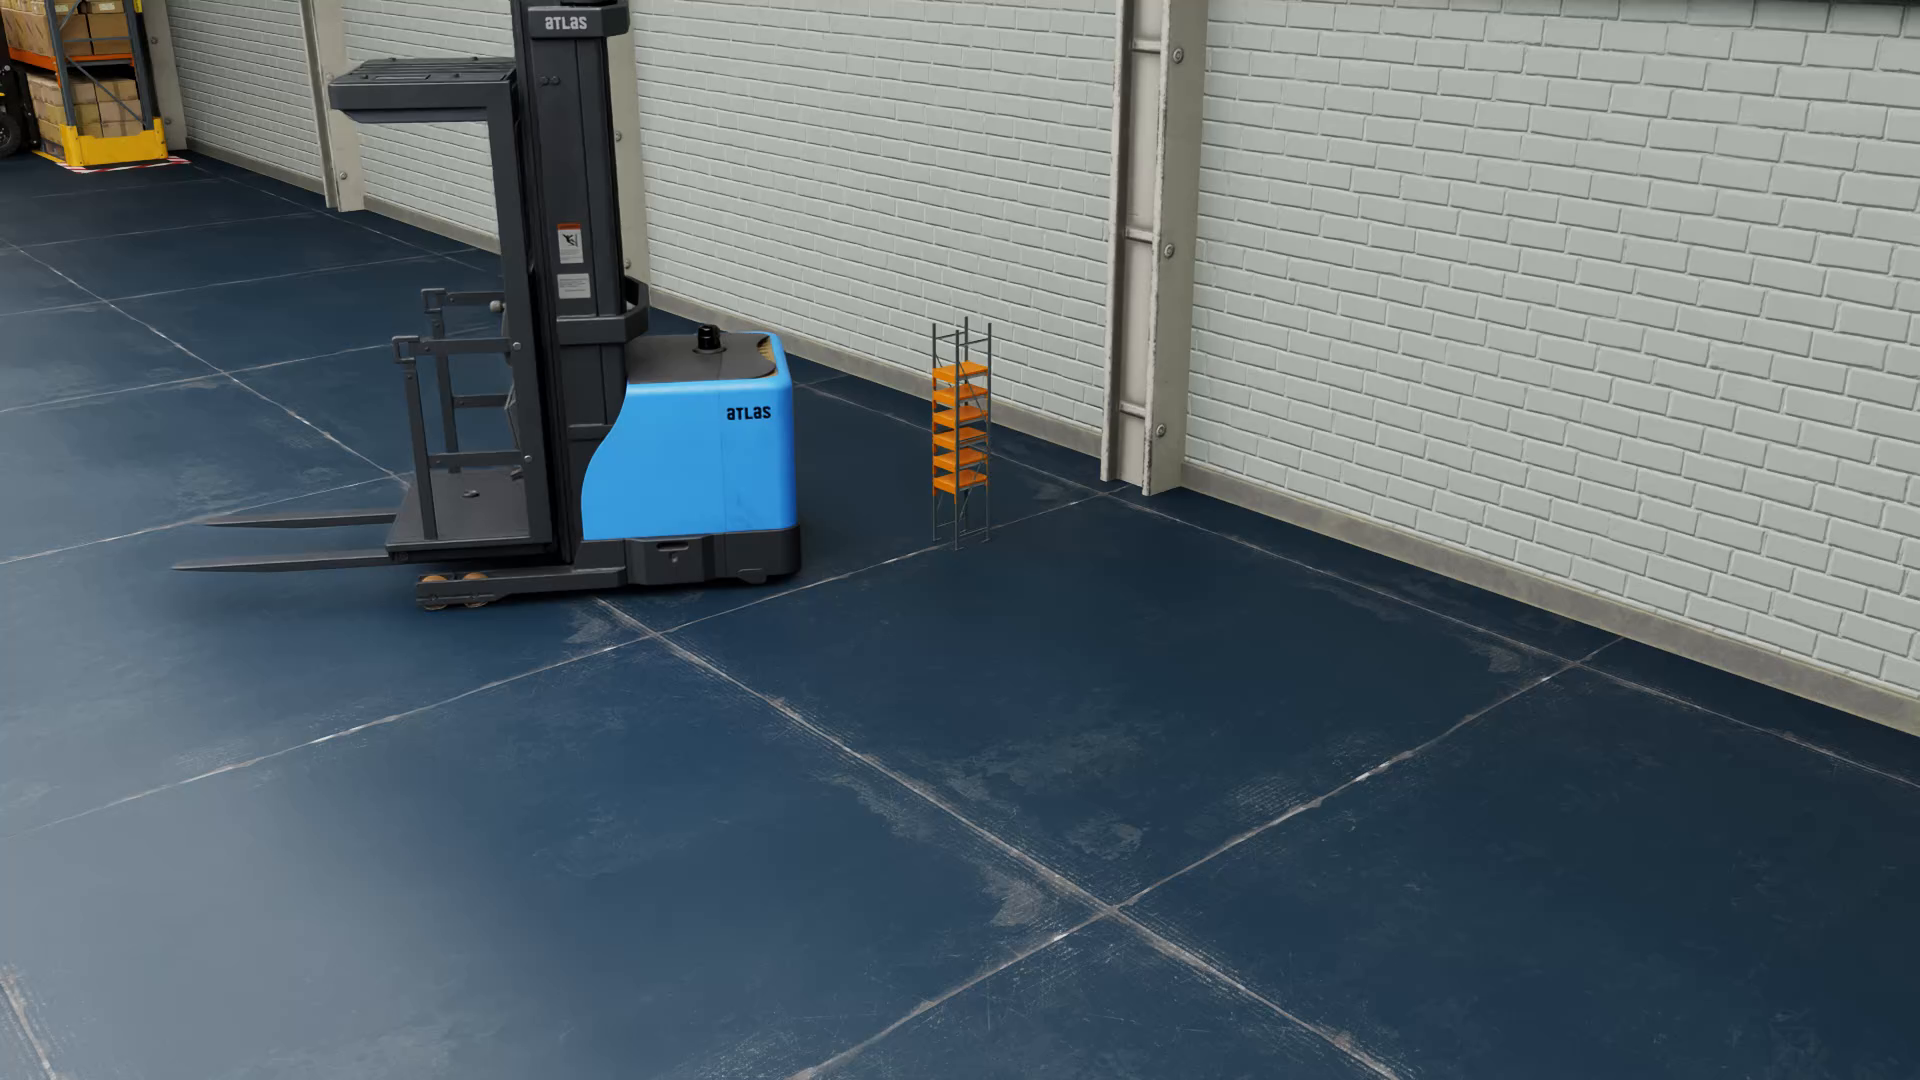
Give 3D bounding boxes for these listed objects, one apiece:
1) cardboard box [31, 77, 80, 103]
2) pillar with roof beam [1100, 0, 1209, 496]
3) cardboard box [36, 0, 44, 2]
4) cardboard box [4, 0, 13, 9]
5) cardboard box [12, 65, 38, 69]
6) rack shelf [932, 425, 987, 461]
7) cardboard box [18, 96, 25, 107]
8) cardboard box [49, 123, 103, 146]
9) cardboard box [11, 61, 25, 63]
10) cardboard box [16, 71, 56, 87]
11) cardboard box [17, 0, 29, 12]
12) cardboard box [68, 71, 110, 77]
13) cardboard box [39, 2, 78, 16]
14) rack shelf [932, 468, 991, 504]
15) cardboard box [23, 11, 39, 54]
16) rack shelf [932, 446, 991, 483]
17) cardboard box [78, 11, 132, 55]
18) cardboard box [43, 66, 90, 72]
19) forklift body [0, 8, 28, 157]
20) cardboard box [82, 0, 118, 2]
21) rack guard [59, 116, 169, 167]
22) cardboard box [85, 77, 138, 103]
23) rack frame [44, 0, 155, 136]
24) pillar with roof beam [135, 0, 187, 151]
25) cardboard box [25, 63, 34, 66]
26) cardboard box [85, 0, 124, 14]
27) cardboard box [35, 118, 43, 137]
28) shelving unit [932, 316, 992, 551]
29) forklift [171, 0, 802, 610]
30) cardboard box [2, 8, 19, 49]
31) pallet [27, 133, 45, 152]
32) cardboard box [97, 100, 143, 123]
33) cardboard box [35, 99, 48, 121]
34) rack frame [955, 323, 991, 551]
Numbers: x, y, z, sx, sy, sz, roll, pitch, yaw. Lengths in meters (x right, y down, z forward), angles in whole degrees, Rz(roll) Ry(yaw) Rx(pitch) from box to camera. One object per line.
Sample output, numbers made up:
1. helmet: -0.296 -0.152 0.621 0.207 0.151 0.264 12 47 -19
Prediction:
1. cardboard box: -11.775 -5.881 21.710 0.500 0.250 0.500 -17 27 -36
2. pillar with roof beam: -2.184 -3.510 5.607 9.100 9.000 0.400 -17 27 -37
3. cardboard box: -11.478 -6.904 21.065 0.380 0.149 0.250 -17 27 -37
4. cardboard box: -12.508 -7.179 22.173 0.380 0.149 0.250 -18 28 -38
5. cardboard box: -13.107 -6.442 23.141 0.500 0.250 0.500 -17 27 -37
6. rack shelf: 0.009 -0.513 8.771 0.258 0.103 0.180 -17 27 -37
7. cardboard box: -12.451 -5.934 22.530 0.500 0.250 0.500 -18 27 -38
8. cardboard box: -11.446 -5.278 21.540 0.500 0.250 0.500 -17 27 -37
9. cardboard box: -14.361 -6.860 25.067 0.875 0.625 0.625 -18 28 -38
10. cardboard box: -12.437 -6.160 22.422 0.500 0.250 0.500 -18 28 -38
11. cardboard box: -12.014 -6.969 21.637 0.380 0.149 0.250 -19 28 -39
12. cardboard box: -11.718 -6.144 22.382 0.500 0.250 0.500 -18 27 -38
13. cardboard box: -11.339 -6.685 20.914 0.380 0.149 0.250 -17 27 -37
14. rack shelf: 0.009 -0.290 8.859 0.258 0.103 0.180 -17 27 -37
15. cardboard box: -11.752 -6.573 21.517 0.500 0.500 0.500 -16 27 -36
16. rack shelf: 0.009 -0.402 8.815 0.258 0.103 0.180 -17 27 -37
17. cardboard box: -11.013 -6.557 21.476 0.500 0.500 0.500 -16 27 -36
18. cardboard box: -12.381 -6.424 23.097 0.500 0.250 0.500 -17 27 -37
19. forklift body: -13.520 -6.002 21.359 2.313 2.155 1.214 -17 27 -37
20. cardboard box: -10.957 -6.939 21.152 0.380 0.149 0.250 -18 28 -38
21. rack guard: -10.884 -5.137 21.415 1.175 0.500 0.348 -17 27 -37
22. cardboard box: -11.070 -5.866 21.672 0.500 0.250 0.500 -18 28 -38
23. rack frame: -10.900 -6.308 20.976 1.000 3.000 0.127 -17 27 -37
24. pillar with roof beam: -13.933 -8.483 18.304 9.100 9.000 0.400 -17 27 -37
25. cardboard box: -13.043 -6.704 23.810 0.500 0.250 0.500 -17 27 -36
26. cardboard box: -10.925 -6.812 21.236 0.380 0.149 0.250 -18 28 -39
27. cardboard box: -12.083 -5.558 22.255 0.500 0.250 0.500 -17 27 -37
28. shelving unit: 0.009 -0.555 8.755 0.258 1.200 0.189 -17 27 -37
29. forklift: -2.369 -1.230 8.106 3.031 2.935 1.130 -3 22 -9
30. cardboard box: -12.423 -6.851 22.226 0.500 0.500 0.500 -17 27 -37
31. pallet: -12.223 -5.548 22.859 1.003 0.211 1.213 -17 27 -37
32. cardboard box: -11.050 -5.635 21.767 0.500 0.250 0.500 -17 27 -36
33. cardboard box: -11.774 -5.657 21.823 0.500 0.250 0.500 -18 28 -38
34. rack frame: 0.069 -0.529 8.690 0.240 1.200 0.006 -17 27 -37
